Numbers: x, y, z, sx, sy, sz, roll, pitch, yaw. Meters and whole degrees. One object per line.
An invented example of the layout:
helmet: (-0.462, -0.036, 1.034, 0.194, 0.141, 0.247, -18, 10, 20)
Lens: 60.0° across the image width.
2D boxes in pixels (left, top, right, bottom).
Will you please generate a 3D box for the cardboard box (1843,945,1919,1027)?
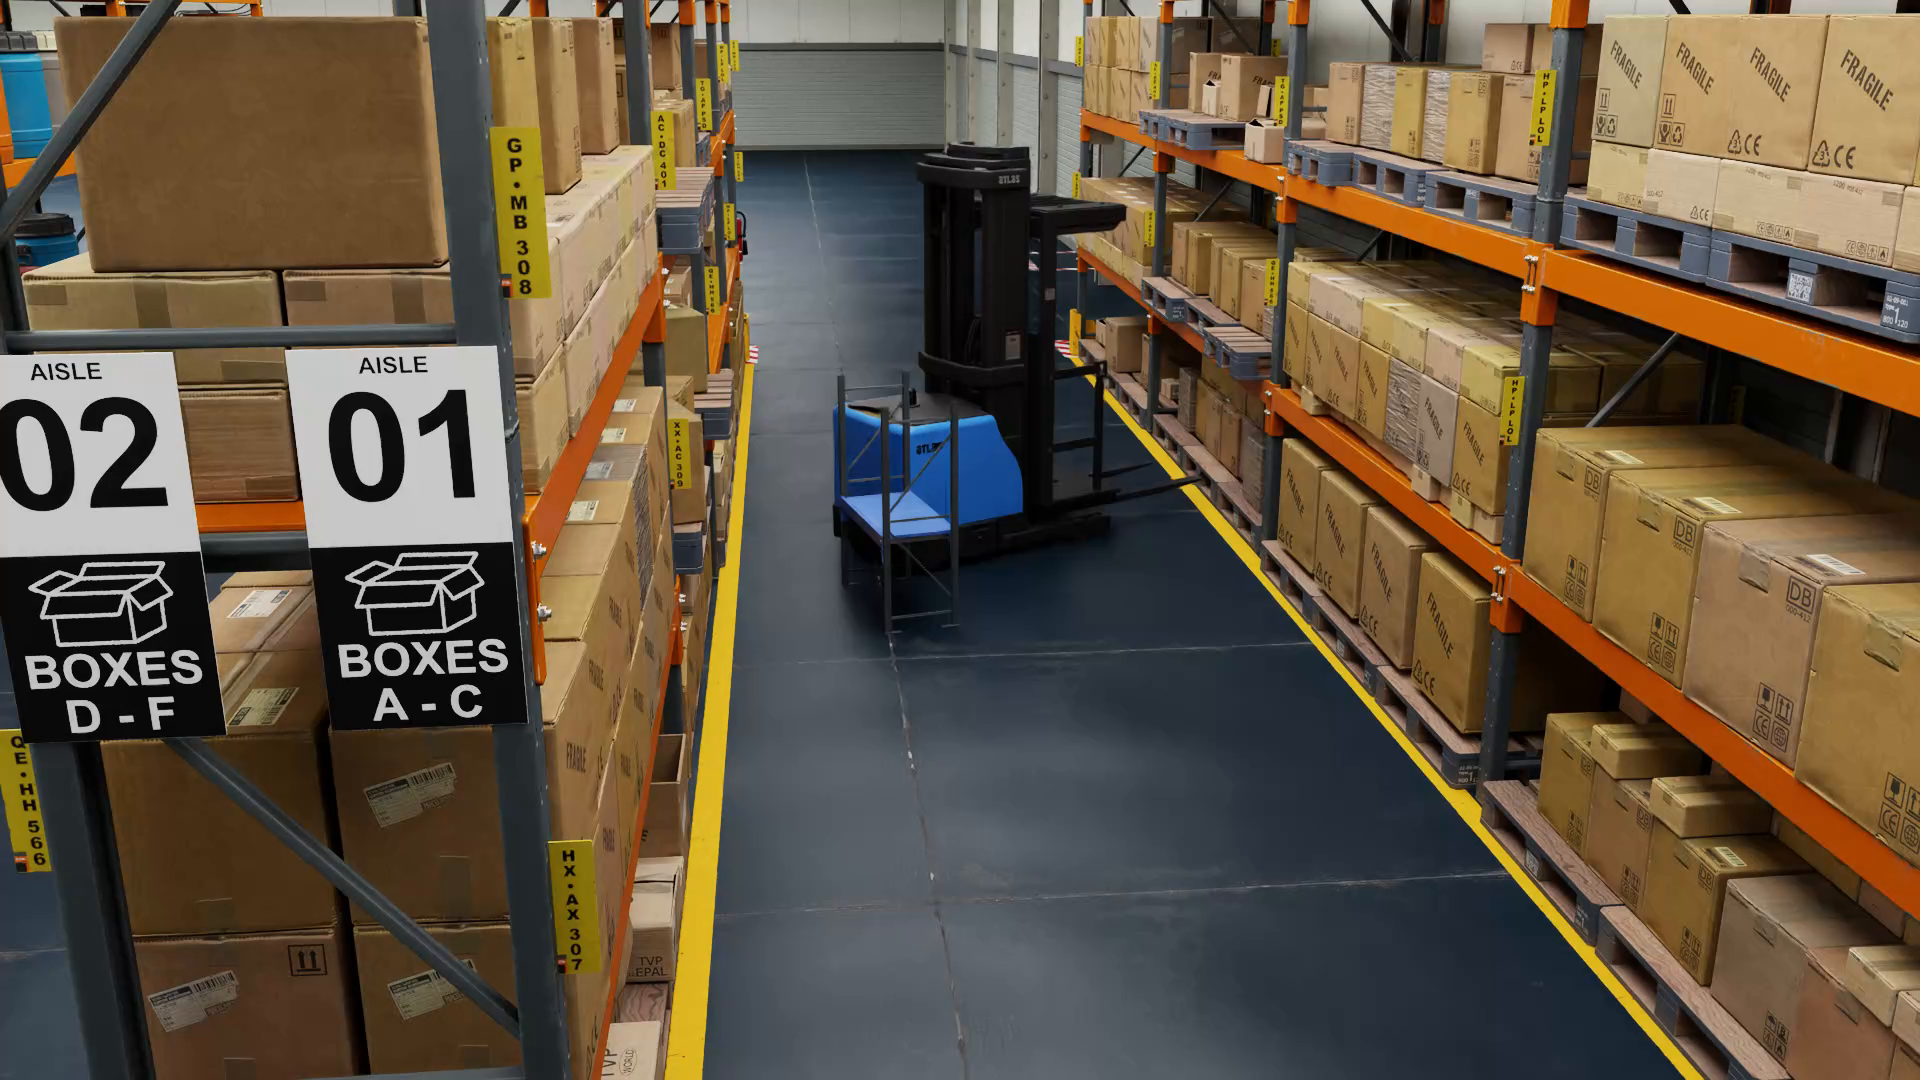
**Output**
cardboard box: (3.146, 1.452, 5.433, 0.380, 0.149, 0.250, -1, 17, -4)

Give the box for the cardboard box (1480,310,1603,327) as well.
cardboard box: (3.221, -1.115, 9.272, 0.500, 0.250, 0.500, -2, 18, -7)

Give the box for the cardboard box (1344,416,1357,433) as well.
cardboard box: (2.662, -0.779, 10.537, 0.380, 0.149, 0.250, -1, 17, -4)

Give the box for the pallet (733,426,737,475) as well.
pallet: (-2.511, -0.789, 14.837, 1.003, 0.211, 1.213, -2, 18, -6)

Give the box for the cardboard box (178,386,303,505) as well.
cardboard box: (-1.703, -0.267, 3.762, 0.500, 0.250, 0.500, -2, 18, -6)

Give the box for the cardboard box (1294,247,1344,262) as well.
cardboard box: (2.601, -2.064, 12.260, 0.380, 0.149, 0.250, -5, 18, -15)

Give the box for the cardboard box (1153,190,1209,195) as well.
cardboard box: (2.301, -3.391, 17.436, 0.500, 0.500, 0.500, -2, 17, -5)

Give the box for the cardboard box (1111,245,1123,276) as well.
cardboard box: (1.841, -2.859, 16.994, 0.500, 0.250, 0.500, -2, 18, -6)

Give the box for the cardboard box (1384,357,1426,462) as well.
cardboard box: (2.722, -0.739, 9.325, 0.500, 0.500, 0.500, -2, 18, -6)

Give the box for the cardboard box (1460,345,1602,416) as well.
cardboard box: (2.824, -0.796, 8.257, 0.500, 0.250, 0.500, -1, 17, -4)

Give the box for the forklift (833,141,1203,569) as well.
forklift: (0.546, -1.512, 12.600, 3.031, 2.935, 1.130, -12, 21, -33)

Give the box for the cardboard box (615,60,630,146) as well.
cardboard box: (-1.779, -1.833, 7.466, 0.600, 0.600, 0.600, -3, 18, -11)

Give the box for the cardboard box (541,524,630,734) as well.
cardboard box: (-1.279, 0.268, 4.980, 0.500, 0.500, 0.500, -2, 17, -5)

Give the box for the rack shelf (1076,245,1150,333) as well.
rack shelf: (2.095, -2.744, 17.612, 1.077, 0.370, 4.000, -2, 18, -6)

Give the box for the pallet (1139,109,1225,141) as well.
pallet: (2.259, -3.646, 14.588, 1.213, 0.211, 1.003, -2, 18, -6)

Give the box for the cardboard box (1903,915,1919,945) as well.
cardboard box: (3.501, 1.366, 5.706, 0.380, 0.149, 0.250, -2, 18, -5)

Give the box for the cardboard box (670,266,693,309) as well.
cardboard box: (-2.508, -1.999, 13.870, 0.500, 0.500, 0.500, -1, 17, -2)

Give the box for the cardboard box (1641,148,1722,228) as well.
cardboard box: (2.974, -1.350, 6.343, 0.500, 0.250, 0.500, -2, 18, -7)

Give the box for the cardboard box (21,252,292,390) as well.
cardboard box: (-1.694, -0.506, 3.688, 0.500, 0.250, 0.500, -2, 18, -6)

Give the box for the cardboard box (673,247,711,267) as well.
cardboard box: (-2.677, -2.517, 15.520, 0.700, 0.500, 0.500, -2, 18, -7)

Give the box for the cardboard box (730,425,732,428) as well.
cardboard box: (-2.189, -1.078, 14.057, 0.500, 0.311, 0.500, -2, 18, -6)

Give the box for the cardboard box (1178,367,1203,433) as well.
cardboard box: (2.394, -1.290, 15.218, 0.700, 0.500, 0.500, -1, 17, -4)

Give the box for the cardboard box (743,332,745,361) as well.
cardboard box: (-2.625, -2.119, 18.307, 0.500, 0.250, 0.500, -2, 18, -6)

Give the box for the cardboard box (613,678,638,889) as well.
cardboard box: (-1.279, 0.746, 5.125, 0.500, 0.500, 0.500, -2, 18, -6)

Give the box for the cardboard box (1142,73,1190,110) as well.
cardboard box: (2.003, -4.124, 15.596, 0.500, 0.500, 0.500, -1, 17, -4)

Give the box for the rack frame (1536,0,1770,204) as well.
rack frame: (3.127, -2.970, 7.115, 1.000, 3.000, 0.127, -2, 18, -6)

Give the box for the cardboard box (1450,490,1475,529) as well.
cardboard box: (2.761, -0.164, 8.579, 0.380, 0.149, 0.250, -1, 17, -5)

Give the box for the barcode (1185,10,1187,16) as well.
barcode: (2.459, -5.729, 18.073, 0.001, 0.075, 0.075, -2, 18, -6)

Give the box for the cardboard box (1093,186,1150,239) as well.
cardboard box: (1.727, -3.526, 17.865, 0.500, 0.500, 0.500, -2, 18, -7)

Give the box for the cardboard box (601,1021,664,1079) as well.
cardboard box: (-1.265, 1.871, 5.566, 0.500, 0.250, 0.500, -2, 18, -6)

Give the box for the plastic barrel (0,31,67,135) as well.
plastic barrel: (-7.217, -3.516, 13.025, 0.600, 0.901, 0.600, 0, 17, 0)

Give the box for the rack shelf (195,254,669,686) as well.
rack shelf: (-1.594, -0.446, 5.283, 1.077, 0.370, 4.000, -2, 18, -6)

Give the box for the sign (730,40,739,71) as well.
sign: (-2.497, -5.358, 18.381, 0.100, 0.325, 0.005, -2, 18, -6)

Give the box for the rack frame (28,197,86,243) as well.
rack frame: (-7.553, -2.186, 14.631, 1.000, 3.000, 0.127, -2, 18, -6)

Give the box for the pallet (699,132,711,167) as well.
pallet: (-2.372, -2.686, 11.533, 1.213, 0.211, 1.003, -1, 17, -3)

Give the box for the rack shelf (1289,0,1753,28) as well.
rack shelf: (2.920, -3.032, 9.181, 1.077, 0.370, 4.000, -2, 18, -6)

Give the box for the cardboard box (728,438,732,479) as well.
cardboard box: (-2.140, -0.657, 13.650, 0.500, 0.250, 0.500, -1, 17, -5)

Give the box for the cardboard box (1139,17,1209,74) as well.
cardboard box: (1.980, -4.598, 15.438, 0.500, 0.500, 0.500, -3, 18, -10)

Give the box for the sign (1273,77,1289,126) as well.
sign: (2.174, -2.962, 11.232, 0.100, 0.325, 0.005, -2, 18, -6)

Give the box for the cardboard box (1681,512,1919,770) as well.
cardboard box: (3.321, 0.345, 6.070, 0.980, 0.700, 0.700, -3, 18, -8)

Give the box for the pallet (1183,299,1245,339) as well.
pallet: (2.469, -1.797, 13.713, 1.003, 0.211, 1.213, -2, 18, -6)

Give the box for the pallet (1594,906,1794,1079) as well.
pallet: (3.256, 1.816, 6.542, 1.003, 0.211, 1.213, -2, 18, -6)

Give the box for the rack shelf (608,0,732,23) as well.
rack shelf: (-2.832, -5.262, 16.282, 1.077, 0.370, 4.000, -2, 18, -6)

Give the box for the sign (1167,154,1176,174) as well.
sign: (2.443, -4.398, 19.217, 0.100, 0.325, 0.005, -2, 18, -6)

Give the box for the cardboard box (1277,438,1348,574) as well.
cardboard box: (2.659, -0.252, 11.358, 0.750, 0.750, 0.750, -2, 18, -6)

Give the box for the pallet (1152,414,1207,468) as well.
pallet: (2.383, -0.929, 15.285, 1.003, 0.211, 1.213, -2, 18, -6)

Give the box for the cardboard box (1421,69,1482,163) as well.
cardboard box: (3.035, -2.378, 9.333, 0.700, 0.500, 0.500, -2, 18, -6)

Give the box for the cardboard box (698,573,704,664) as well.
cardboard box: (-1.770, 0.419, 9.774, 0.500, 0.500, 0.500, -2, 18, -8)

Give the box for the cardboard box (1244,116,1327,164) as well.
cardboard box: (2.371, -2.904, 12.028, 0.500, 0.311, 0.500, -2, 18, -6)

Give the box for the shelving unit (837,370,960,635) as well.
shelving unit: (-0.419, -0.276, 11.052, 0.538, 1.500, 1.048, -6, 18, -18)

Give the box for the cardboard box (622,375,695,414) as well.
cardboard box: (-1.761, -0.553, 8.563, 0.700, 0.500, 0.500, 1, 17, 3)

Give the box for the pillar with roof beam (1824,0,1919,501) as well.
pillar with roof beam: (-0.223, -2.656, 6.113, 9.100, 9.000, 0.400, -2, 18, -6)
